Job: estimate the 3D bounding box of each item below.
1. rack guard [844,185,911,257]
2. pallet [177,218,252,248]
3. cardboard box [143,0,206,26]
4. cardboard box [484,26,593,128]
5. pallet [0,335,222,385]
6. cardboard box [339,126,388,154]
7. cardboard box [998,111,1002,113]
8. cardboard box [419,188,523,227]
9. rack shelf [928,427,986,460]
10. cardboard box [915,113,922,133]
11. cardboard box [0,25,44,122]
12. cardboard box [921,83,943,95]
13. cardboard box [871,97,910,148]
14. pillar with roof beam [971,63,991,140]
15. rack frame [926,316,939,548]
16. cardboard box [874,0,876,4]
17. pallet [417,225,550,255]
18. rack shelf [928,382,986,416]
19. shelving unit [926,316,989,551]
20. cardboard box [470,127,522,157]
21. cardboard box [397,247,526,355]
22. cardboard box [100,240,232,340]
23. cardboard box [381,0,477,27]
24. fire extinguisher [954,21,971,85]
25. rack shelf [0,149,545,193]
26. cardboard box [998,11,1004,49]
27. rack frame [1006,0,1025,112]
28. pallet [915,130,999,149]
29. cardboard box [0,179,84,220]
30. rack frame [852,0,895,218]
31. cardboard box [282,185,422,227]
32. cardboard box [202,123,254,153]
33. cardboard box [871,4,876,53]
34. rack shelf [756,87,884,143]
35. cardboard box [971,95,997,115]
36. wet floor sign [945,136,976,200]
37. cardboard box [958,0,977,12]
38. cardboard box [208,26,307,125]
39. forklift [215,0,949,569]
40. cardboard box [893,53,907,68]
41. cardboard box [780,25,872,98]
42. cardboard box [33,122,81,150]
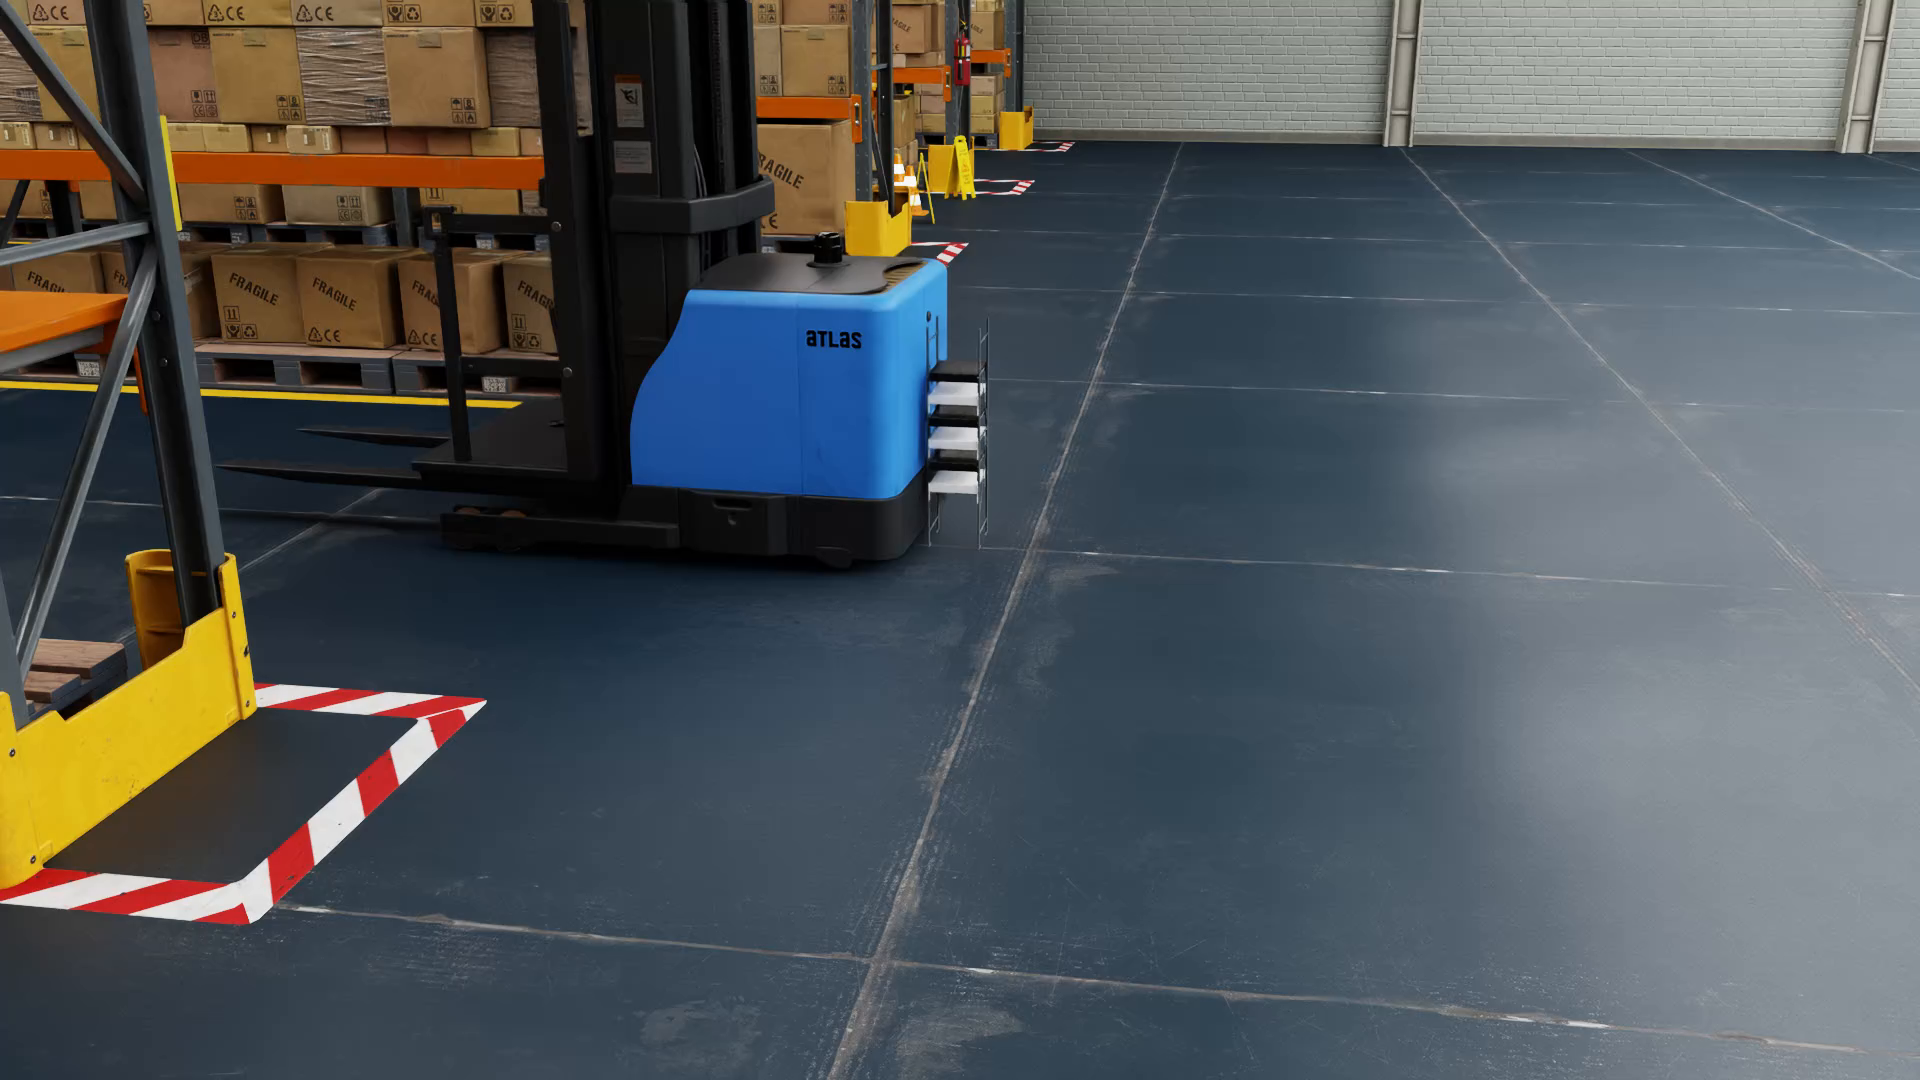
[{"bbox_3d":[-0.679,-2.656,13.952,0.348,0.500,1.175,3,19,9],"label":"rack guard"},{"bbox_3d":[-6.634,-2.797,14.830,1.213,0.211,1.003,3,19,9],"label":"pallet"},{"bbox_3d":[-4.148,-3.005,8.855,0.500,0.500,0.500,3,19,9],"label":"cardboard box"},{"bbox_3d":[-2.128,-2.518,8.975,0.500,0.500,0.875,3,19,9],"label":"cardboard box"},{"bbox_3d":[-4.870,-1.150,9.906,1.213,0.211,1.003,3,19,9],"label":"pallet"},{"bbox_3d":[-3.141,-2.182,8.992,0.250,0.149,0.380,3,19,9],"label":"cardboard box"},{"bbox_3d":[0.312,-5.934,23.484,0.500,0.250,0.500,3,19,9],"label":"cardboard box"},{"bbox_3d":[-4.043,-3.181,14.271,0.875,0.875,0.875,3,19,9],"label":"cardboard box"},{"bbox_3d":[-0.008,-0.396,6.672,0.200,0.077,0.258,3,19,9],"label":"rack shelf"},{"bbox_3d":[-0.730,-5.829,23.169,0.500,0.250,0.500,3,19,9],"label":"cardboard box"},{"bbox_3d":[-5.105,-2.641,9.343,0.500,0.500,0.875,3,19,9],"label":"cardboard box"},{"bbox_3d":[-0.243,-6.272,22.917,0.500,0.250,0.500,3,19,10],"label":"cardboard box"},{"bbox_3d":[-0.850,-4.608,18.336,0.500,0.500,0.500,3,19,9],"label":"cardboard box"},{"bbox_3d":[-0.462,-8.767,18.823,0.400,9.000,9.100,3,19,9],"label":"pillar with roof beam"},{"bbox_3d":[-0.108,-0.432,6.677,0.006,0.900,0.240,3,19,9],"label":"rack frame"},{"bbox_3d":[-1.055,-6.046,17.943,0.500,0.500,0.700,3,19,9],"label":"cardboard box"},{"bbox_3d":[-3.914,-2.658,14.415,1.213,0.211,1.003,3,19,9],"label":"pallet"},{"bbox_3d":[-0.008,-0.566,6.615,0.200,0.077,0.258,3,19,9],"label":"rack shelf"},{"bbox_3d":[-0.008,-0.427,6.662,0.210,0.900,0.258,3,19,9],"label":"shelving unit"},{"bbox_3d":[-2.406,-2.133,8.847,0.250,0.149,0.380,3,19,9],"label":"cardboard box"},{"bbox_3d":[-2.799,-1.363,9.427,0.500,0.500,0.500,8,20,23],"label":"cardboard box"},{"bbox_3d":[-4.584,-1.449,9.685,0.500,0.500,0.500,9,21,26],"label":"cardboard box"},{"bbox_3d":[-2.667,-2.930,8.629,0.500,0.500,0.500,3,19,9],"label":"cardboard box"},{"bbox_3d":[0.022,-5.211,17.772,0.183,0.674,0.296,3,19,9],"label":"fire extinguisher"},{"bbox_3d":[-3.564,-2.053,9.345,4.000,0.370,1.077,3,19,9],"label":"rack shelf"},{"bbox_3d":[0.321,-7.113,23.176,0.500,0.500,0.500,4,19,10],"label":"cardboard box"},{"bbox_3d":[0.766,-6.953,22.857,0.127,3.000,1.000,3,19,9],"label":"rack frame"},{"bbox_3d":[0.004,-5.656,23.375,1.213,0.211,1.003,3,19,9],"label":"pallet"},{"bbox_3d":[-8.015,-3.318,14.877,0.750,0.750,1.050,3,19,8],"label":"cardboard box"},{"bbox_3d":[-0.703,-3.842,13.559,0.127,3.000,1.000,3,19,9],"label":"rack frame"},{"bbox_3d":[-5.280,-3.179,14.460,0.750,0.750,1.050,3,19,8],"label":"cardboard box"},{"bbox_3d":[-3.891,-2.199,9.044,0.250,0.149,0.380,3,19,9],"label":"cardboard box"},{"bbox_3d":[-1.091,-5.554,18.049,0.500,0.500,0.500,3,19,9],"label":"cardboard box"},{"bbox_3d":[-2.678,-3.602,13.974,4.000,0.370,1.077,3,19,9],"label":"rack shelf"},{"bbox_3d":[0.236,-6.012,22.928,0.500,0.250,0.500,3,19,8],"label":"cardboard box"},{"bbox_3d":[0.000,-3.937,17.552,0.232,0.644,0.267,10,21,27],"label":"wet floor sign"},{"bbox_3d":[0.122,-7.242,22.539,0.250,0.149,0.380,3,19,10],"label":"cardboard box"},{"bbox_3d":[-3.620,-2.573,9.140,0.500,0.500,0.875,3,19,9],"label":"cardboard box"},{"bbox_3d":[-1.611,-1.498,6.662,3.031,2.935,1.130,4,19,11],"label":"forklift"},{"bbox_3d":[-0.689,-5.209,18.039,0.250,0.149,0.380,3,19,8],"label":"cardboard box"},{"bbox_3d":[-1.077,-3.918,13.548,0.550,0.550,0.875,3,19,9],"label":"cardboard box"},{"bbox_3d":[-4.879,-2.250,9.196,0.250,0.149,0.380,3,19,9],"label":"cardboard box"}]
